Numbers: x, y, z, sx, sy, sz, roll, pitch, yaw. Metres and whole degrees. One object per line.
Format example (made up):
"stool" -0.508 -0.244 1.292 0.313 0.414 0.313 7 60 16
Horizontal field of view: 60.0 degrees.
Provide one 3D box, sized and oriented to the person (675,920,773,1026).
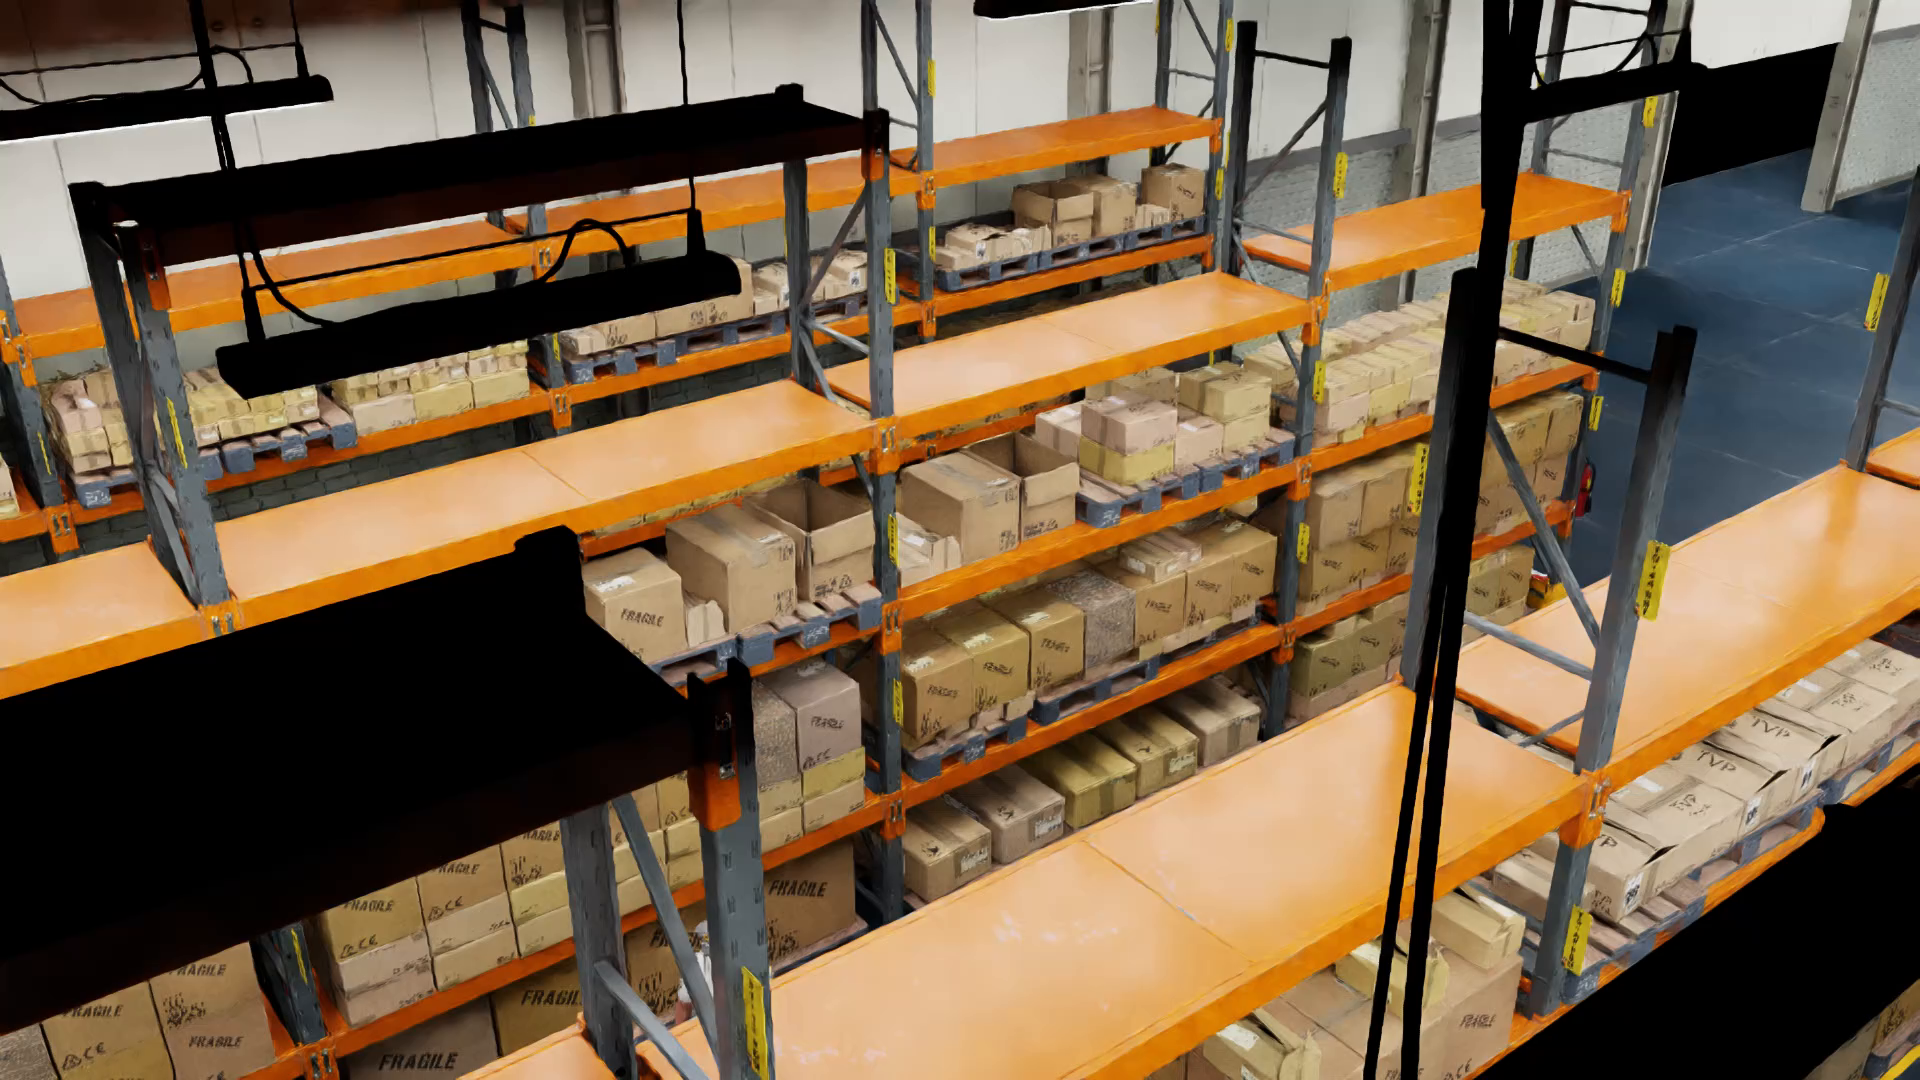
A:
"person" -1.393 3.001 9.964 0.674 1.744 0.601 -8 27 -15
